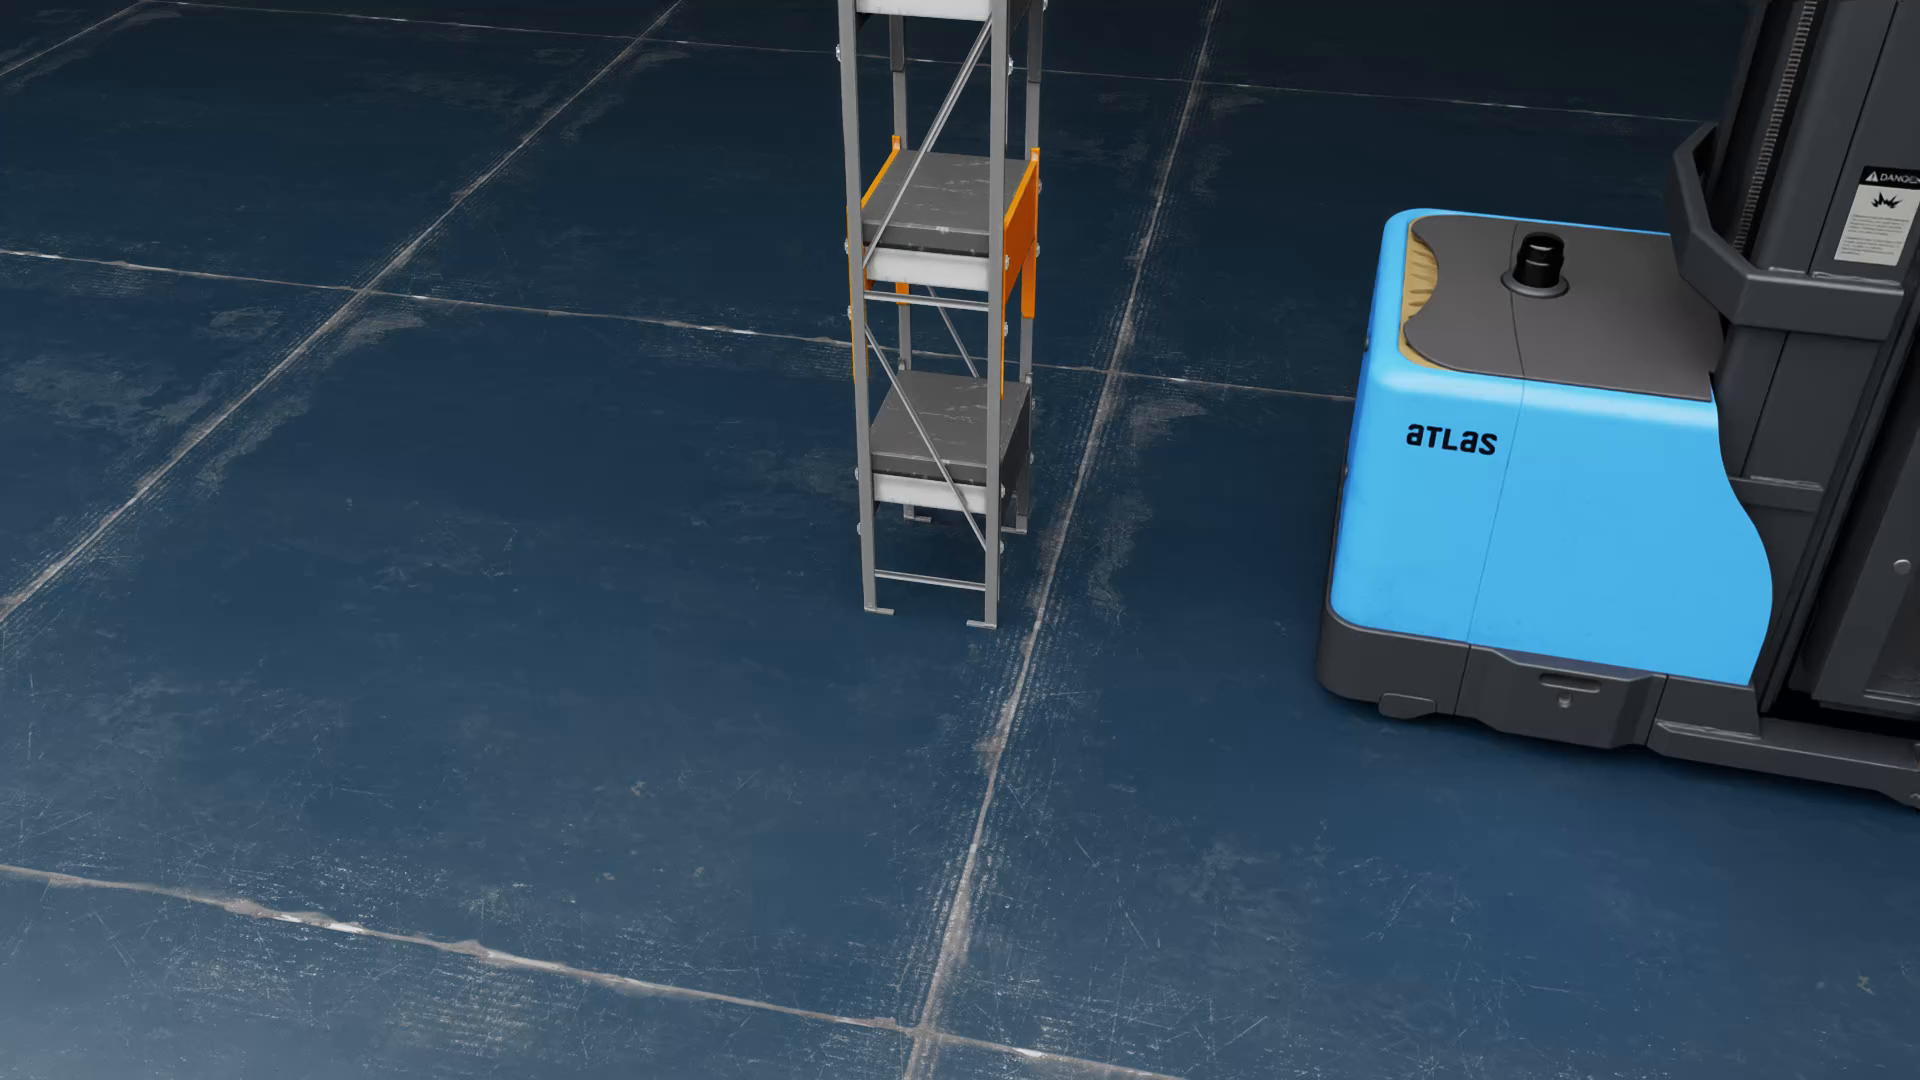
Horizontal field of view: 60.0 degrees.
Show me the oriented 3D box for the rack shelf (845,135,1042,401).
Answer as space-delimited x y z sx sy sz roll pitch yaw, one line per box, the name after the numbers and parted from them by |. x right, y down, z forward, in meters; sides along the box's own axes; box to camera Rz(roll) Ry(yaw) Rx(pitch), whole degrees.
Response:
-0.035 -0.744 4.511 0.431 0.518 0.480 7 37 10 | rack shelf

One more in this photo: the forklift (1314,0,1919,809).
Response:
2.559 -0.790 3.843 3.031 2.935 1.130 8 37 12 | forklift

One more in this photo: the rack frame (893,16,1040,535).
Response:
0.017 -0.895 4.696 0.400 2.100 0.015 7 37 10 | rack frame

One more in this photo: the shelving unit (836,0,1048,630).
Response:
-0.035 -0.755 4.503 0.431 2.100 0.503 7 37 10 | shelving unit

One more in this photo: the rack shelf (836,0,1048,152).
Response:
-0.035 -1.311 4.100 0.431 0.518 0.480 7 37 10 | rack shelf

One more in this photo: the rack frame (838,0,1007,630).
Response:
-0.087 -0.615 4.310 0.400 2.100 0.015 7 37 10 | rack frame

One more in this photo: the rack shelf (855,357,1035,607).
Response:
-0.035 -0.177 4.922 0.431 0.518 0.480 7 37 10 | rack shelf
